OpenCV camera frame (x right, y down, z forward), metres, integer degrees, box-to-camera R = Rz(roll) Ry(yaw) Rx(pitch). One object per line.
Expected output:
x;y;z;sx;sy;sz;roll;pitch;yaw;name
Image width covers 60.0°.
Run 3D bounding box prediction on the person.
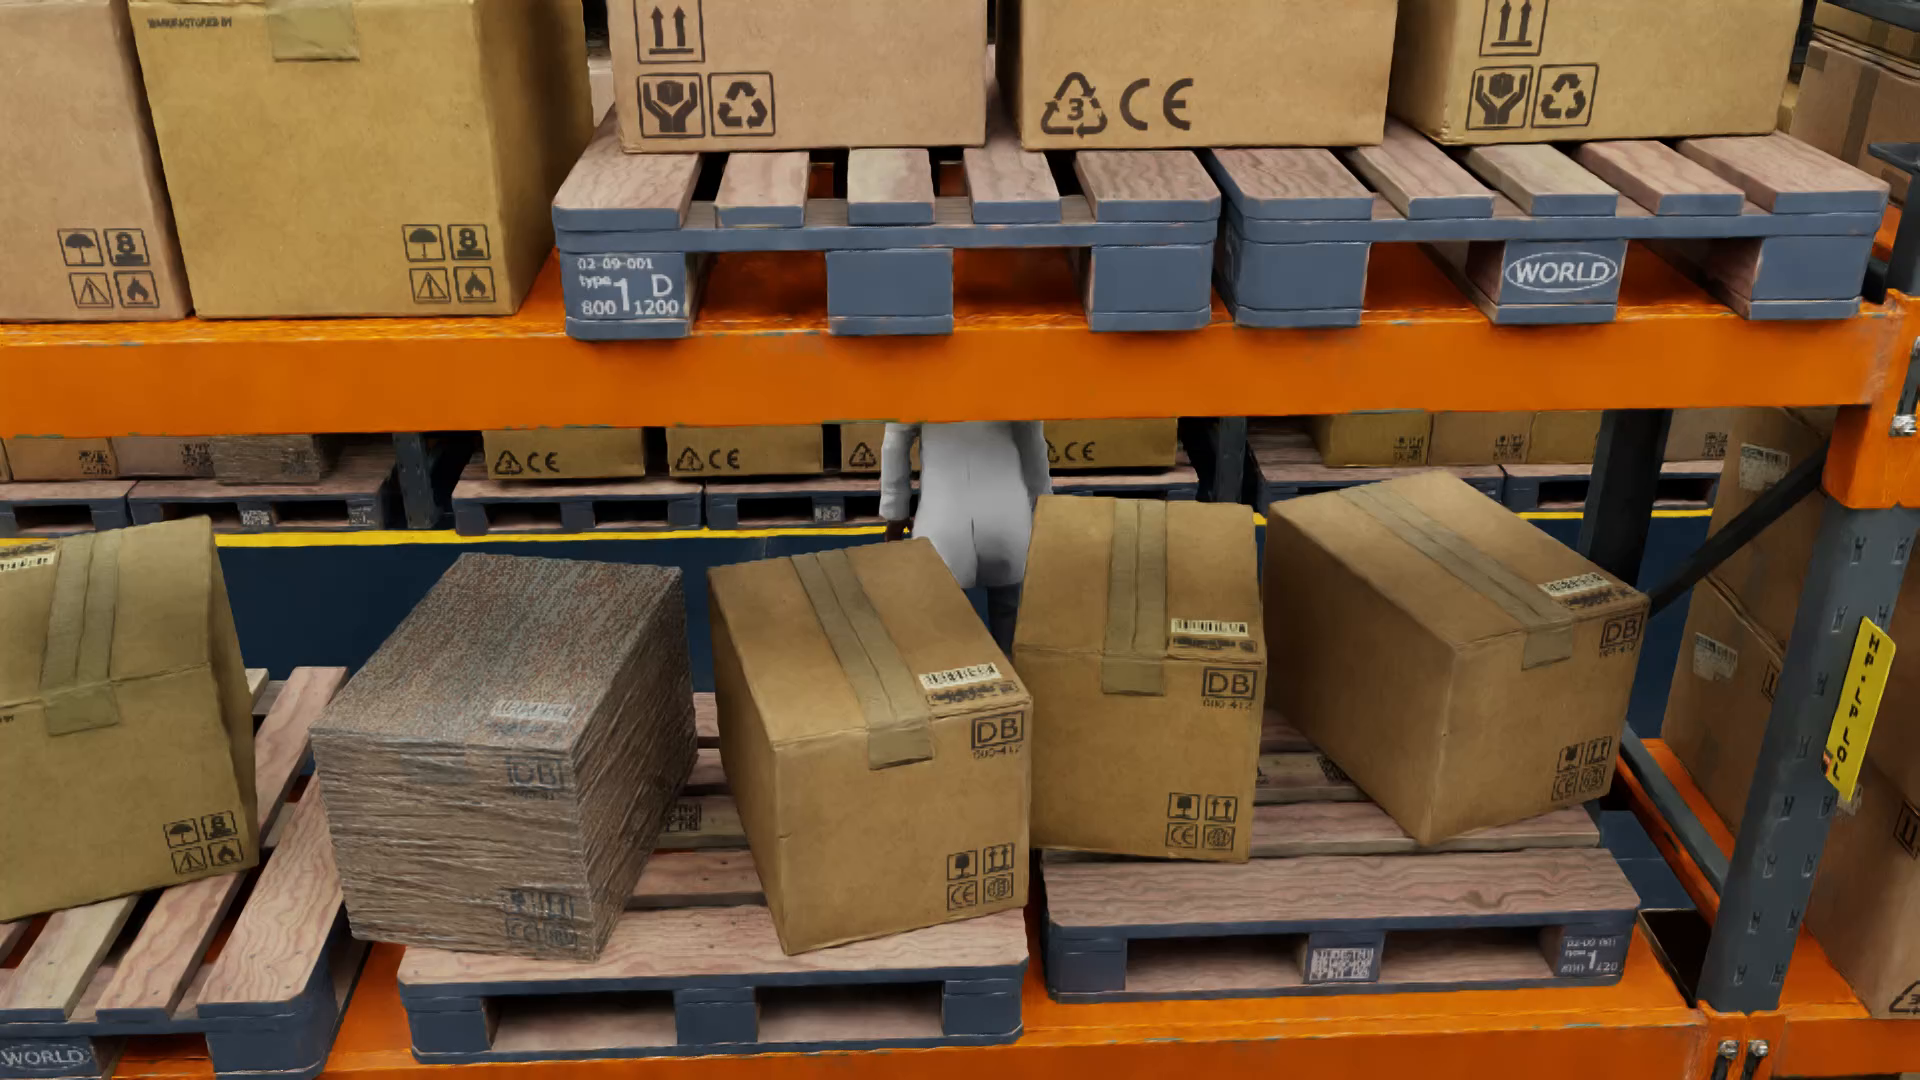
0.031;-0.093;6.266;0.663;1.788;0.567;2;27;5;person
